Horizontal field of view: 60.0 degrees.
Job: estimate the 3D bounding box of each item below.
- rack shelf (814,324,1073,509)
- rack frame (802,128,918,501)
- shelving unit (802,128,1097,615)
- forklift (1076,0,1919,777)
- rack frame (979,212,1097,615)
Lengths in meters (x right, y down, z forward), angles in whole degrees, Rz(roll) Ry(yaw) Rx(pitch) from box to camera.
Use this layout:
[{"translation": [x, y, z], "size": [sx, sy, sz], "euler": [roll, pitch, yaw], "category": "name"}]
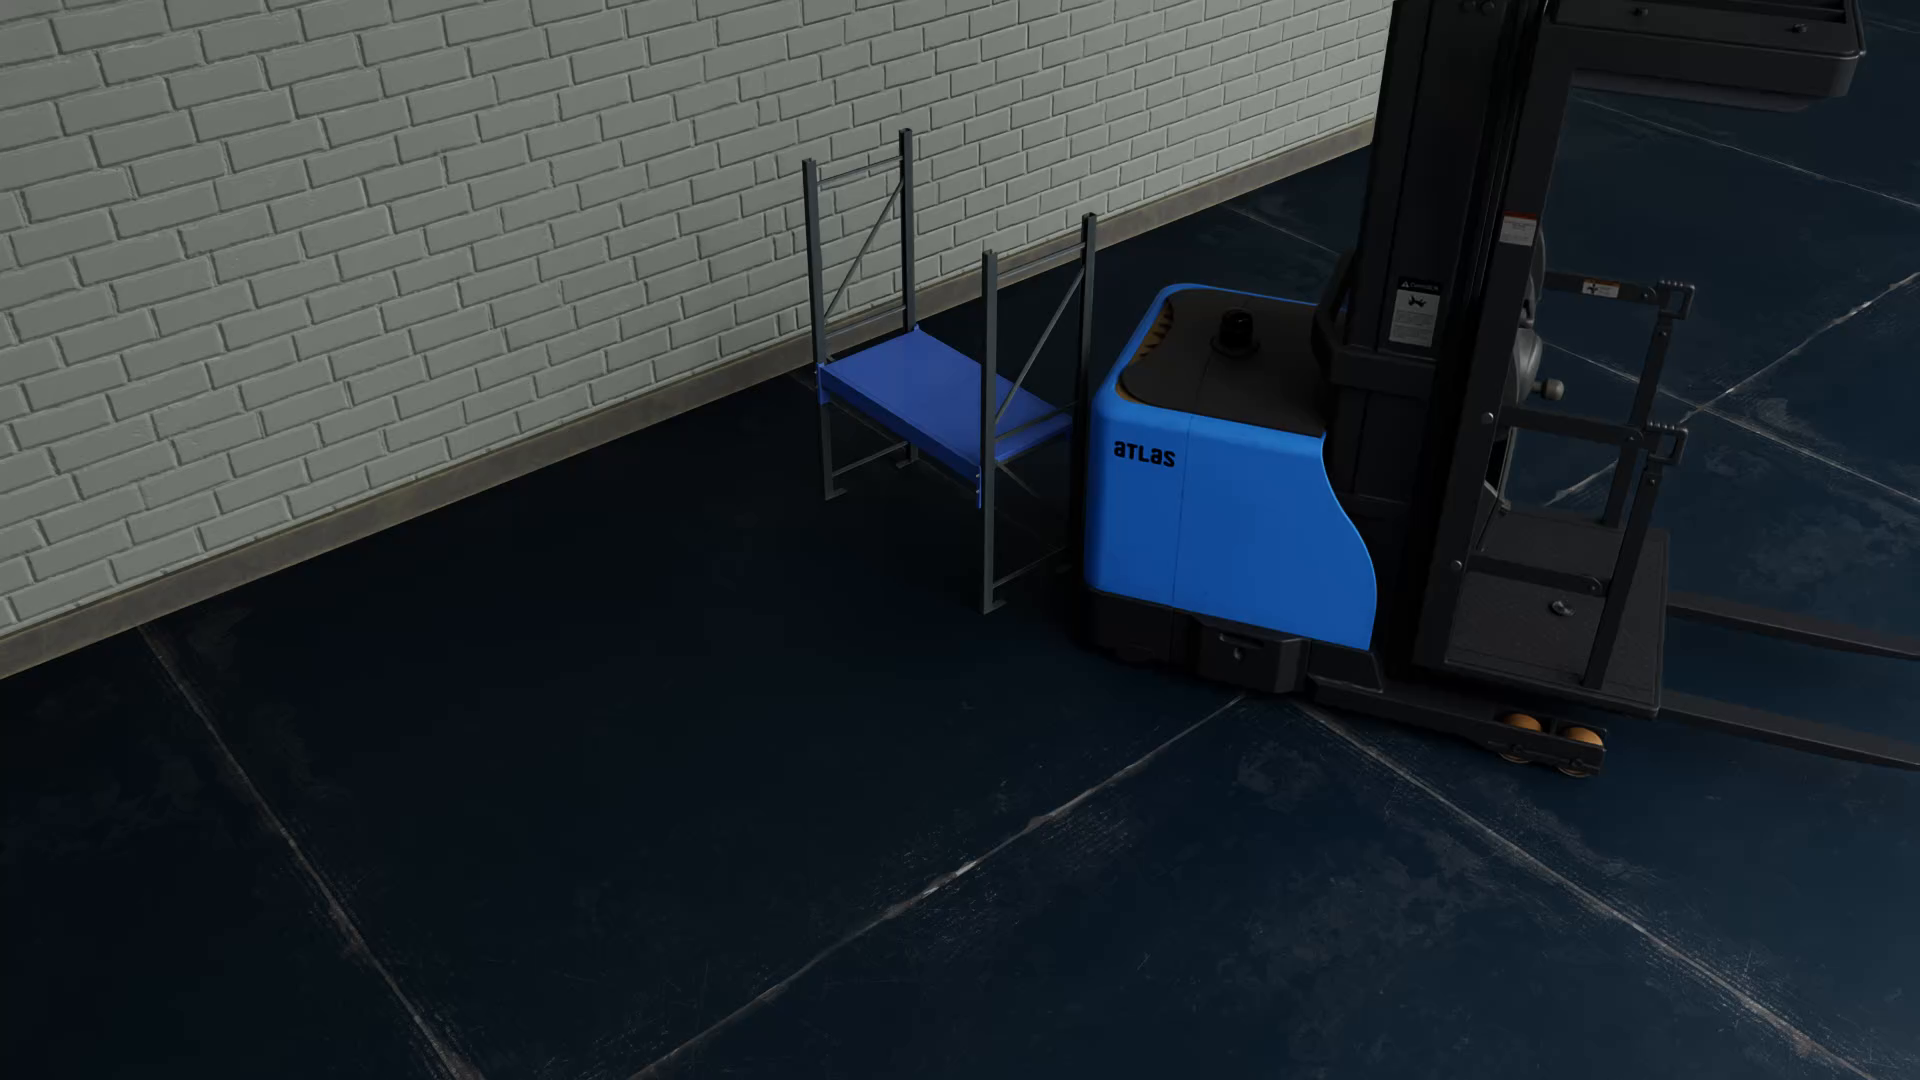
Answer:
[{"translation": [-0.055, -0.503, 6.474], "size": [0.538, 0.185, 1.000], "euler": [-26, 43, -32], "category": "rack shelf"}, {"translation": [-0.383, -0.874, 6.687], "size": [0.500, 1.500, 0.032], "euler": [-26, 43, -32], "category": "rack frame"}, {"translation": [-0.055, -0.650, 6.370], "size": [0.538, 1.500, 1.048], "euler": [-26, 43, -32], "category": "shelving unit"}, {"translation": [2.000, -0.745, 5.266], "size": [3.031, 2.935, 1.130], "euler": [12, 37, 17], "category": "forklift"}, {"translation": [0.273, -0.425, 6.053], "size": [0.500, 1.500, 0.032], "euler": [-26, 43, -32], "category": "rack frame"}]
